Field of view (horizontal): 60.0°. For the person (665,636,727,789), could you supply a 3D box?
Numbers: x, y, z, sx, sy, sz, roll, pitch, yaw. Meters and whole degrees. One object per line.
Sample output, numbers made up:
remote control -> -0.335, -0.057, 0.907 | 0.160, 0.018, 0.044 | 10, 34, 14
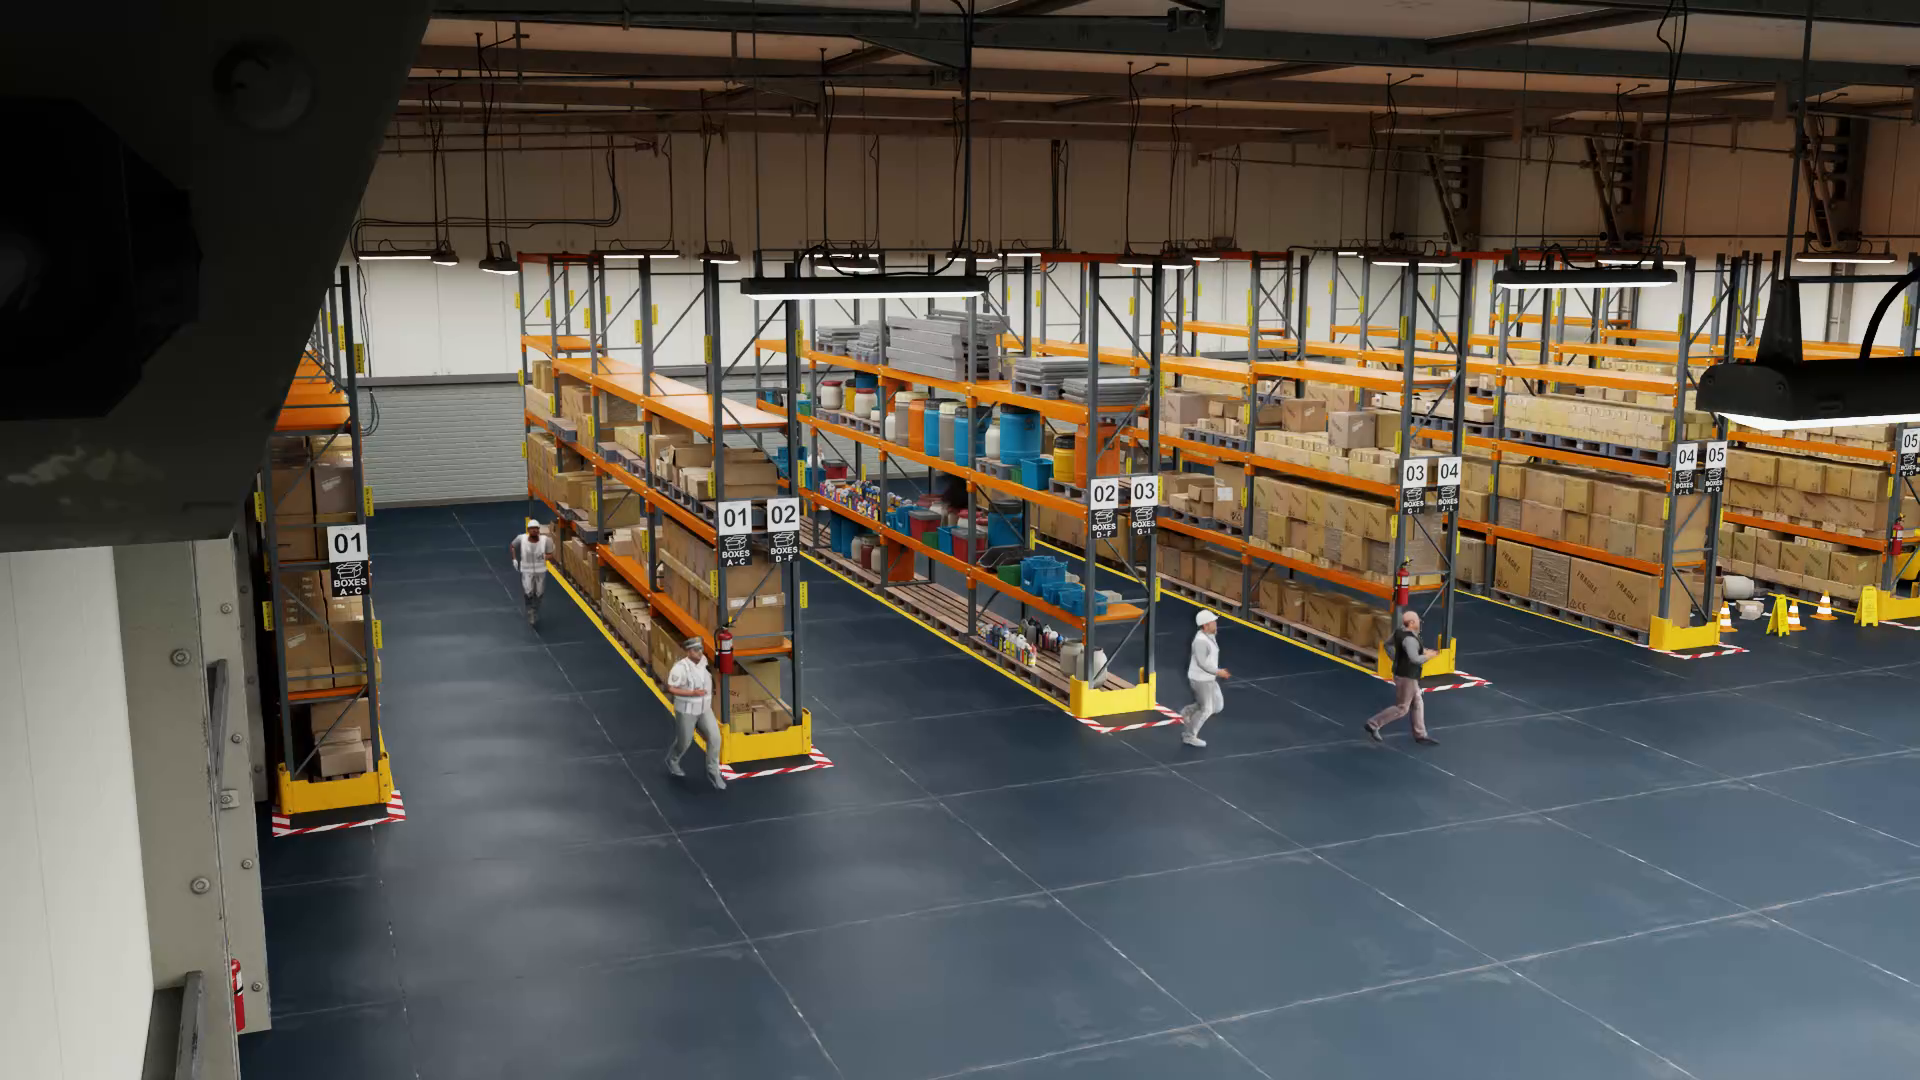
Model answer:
person -> -3.131, 1.988, 19.367 | 0.894, 1.827, 0.680 | 10, 14, 44

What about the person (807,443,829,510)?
person -> -3.252, -1.452, 38.383 | 0.543, 1.647, 0.825 | 4, 11, 21

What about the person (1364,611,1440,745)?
person -> 5.538, 1.722, 20.713 | 0.947, 1.708, 0.657 | 1, 10, 4

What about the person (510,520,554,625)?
person -> -6.990, 0.524, 27.251 | 0.662, 1.744, 0.766 | -4, 11, -21

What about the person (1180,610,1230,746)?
person -> 3.084, 1.720, 20.884 | 0.638, 1.734, 0.691 | 3, 11, 15
